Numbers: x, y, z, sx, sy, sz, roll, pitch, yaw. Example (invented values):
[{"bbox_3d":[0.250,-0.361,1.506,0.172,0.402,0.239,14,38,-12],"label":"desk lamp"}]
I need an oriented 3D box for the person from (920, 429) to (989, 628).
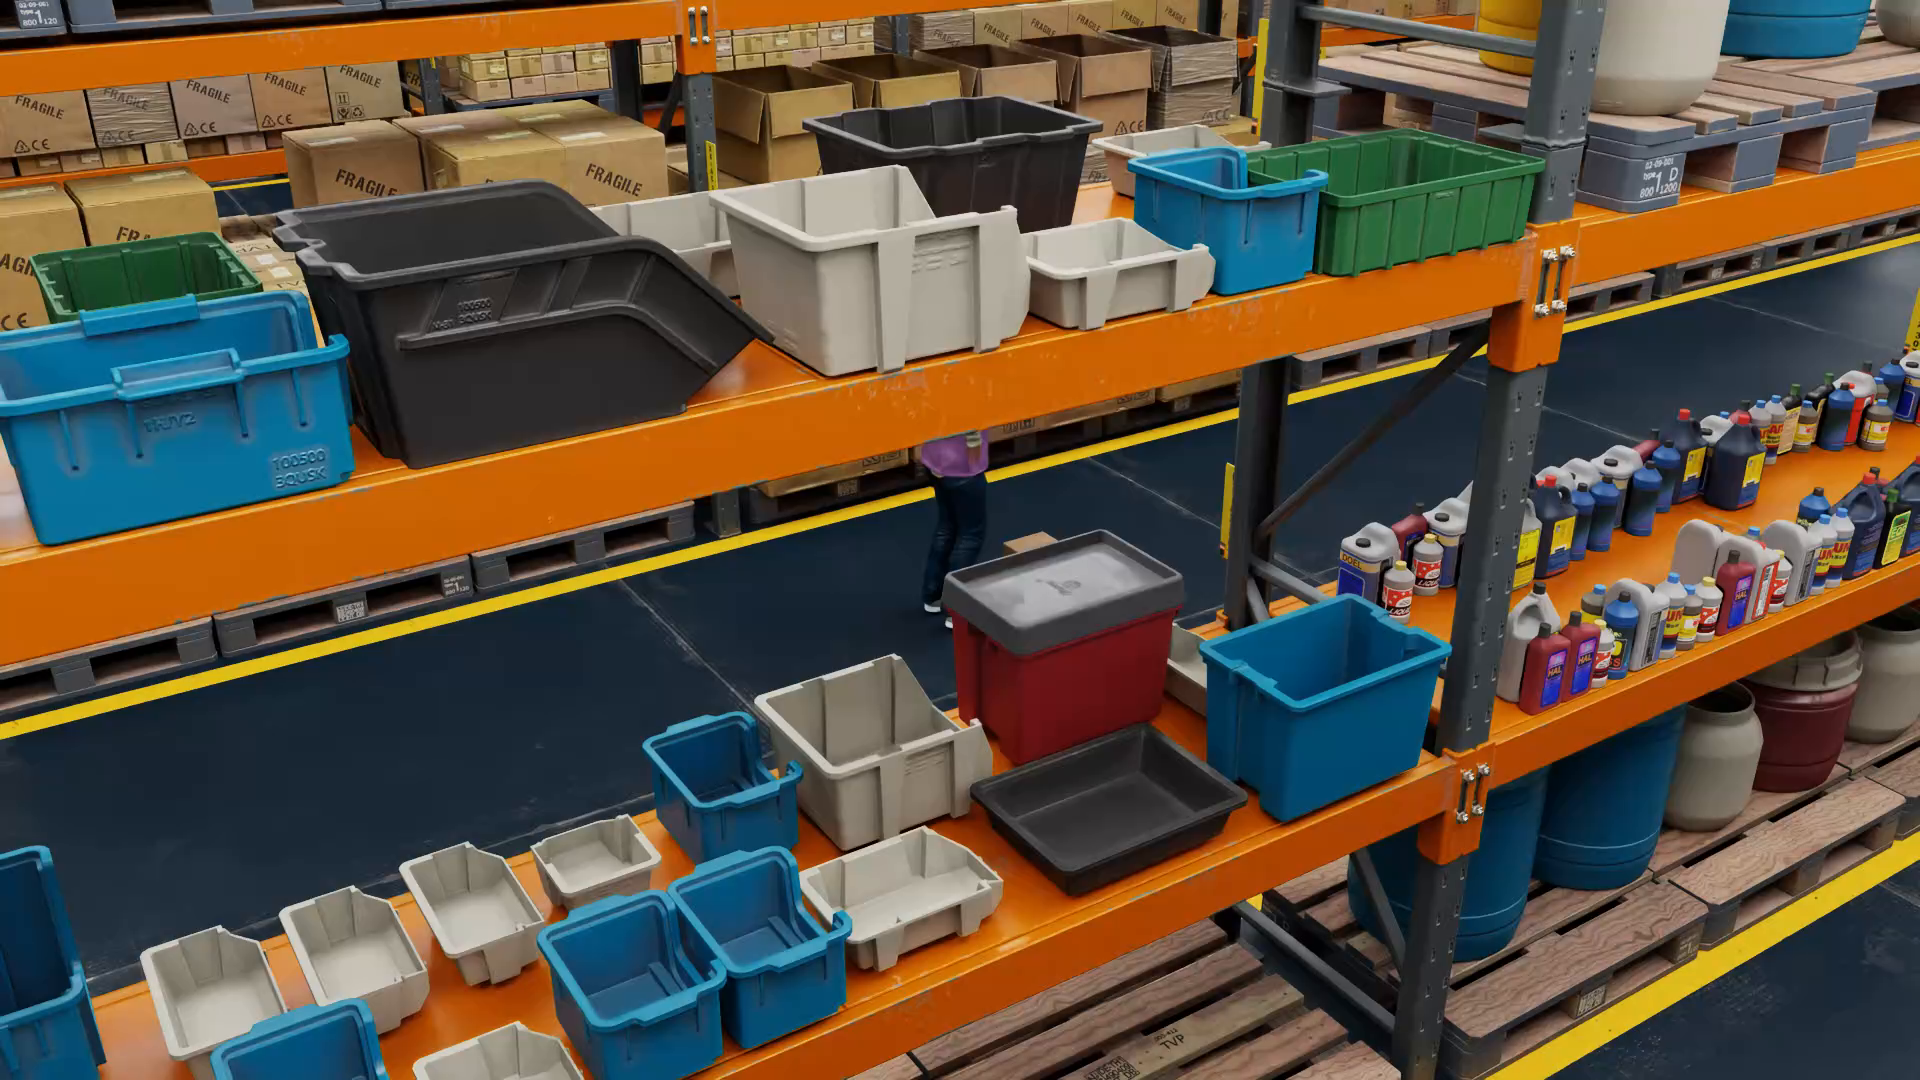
[{"bbox_3d":[-0.033,-0.353,7.876,0.301,1.592,0.409,-15,29,-28],"label":"person"}]
